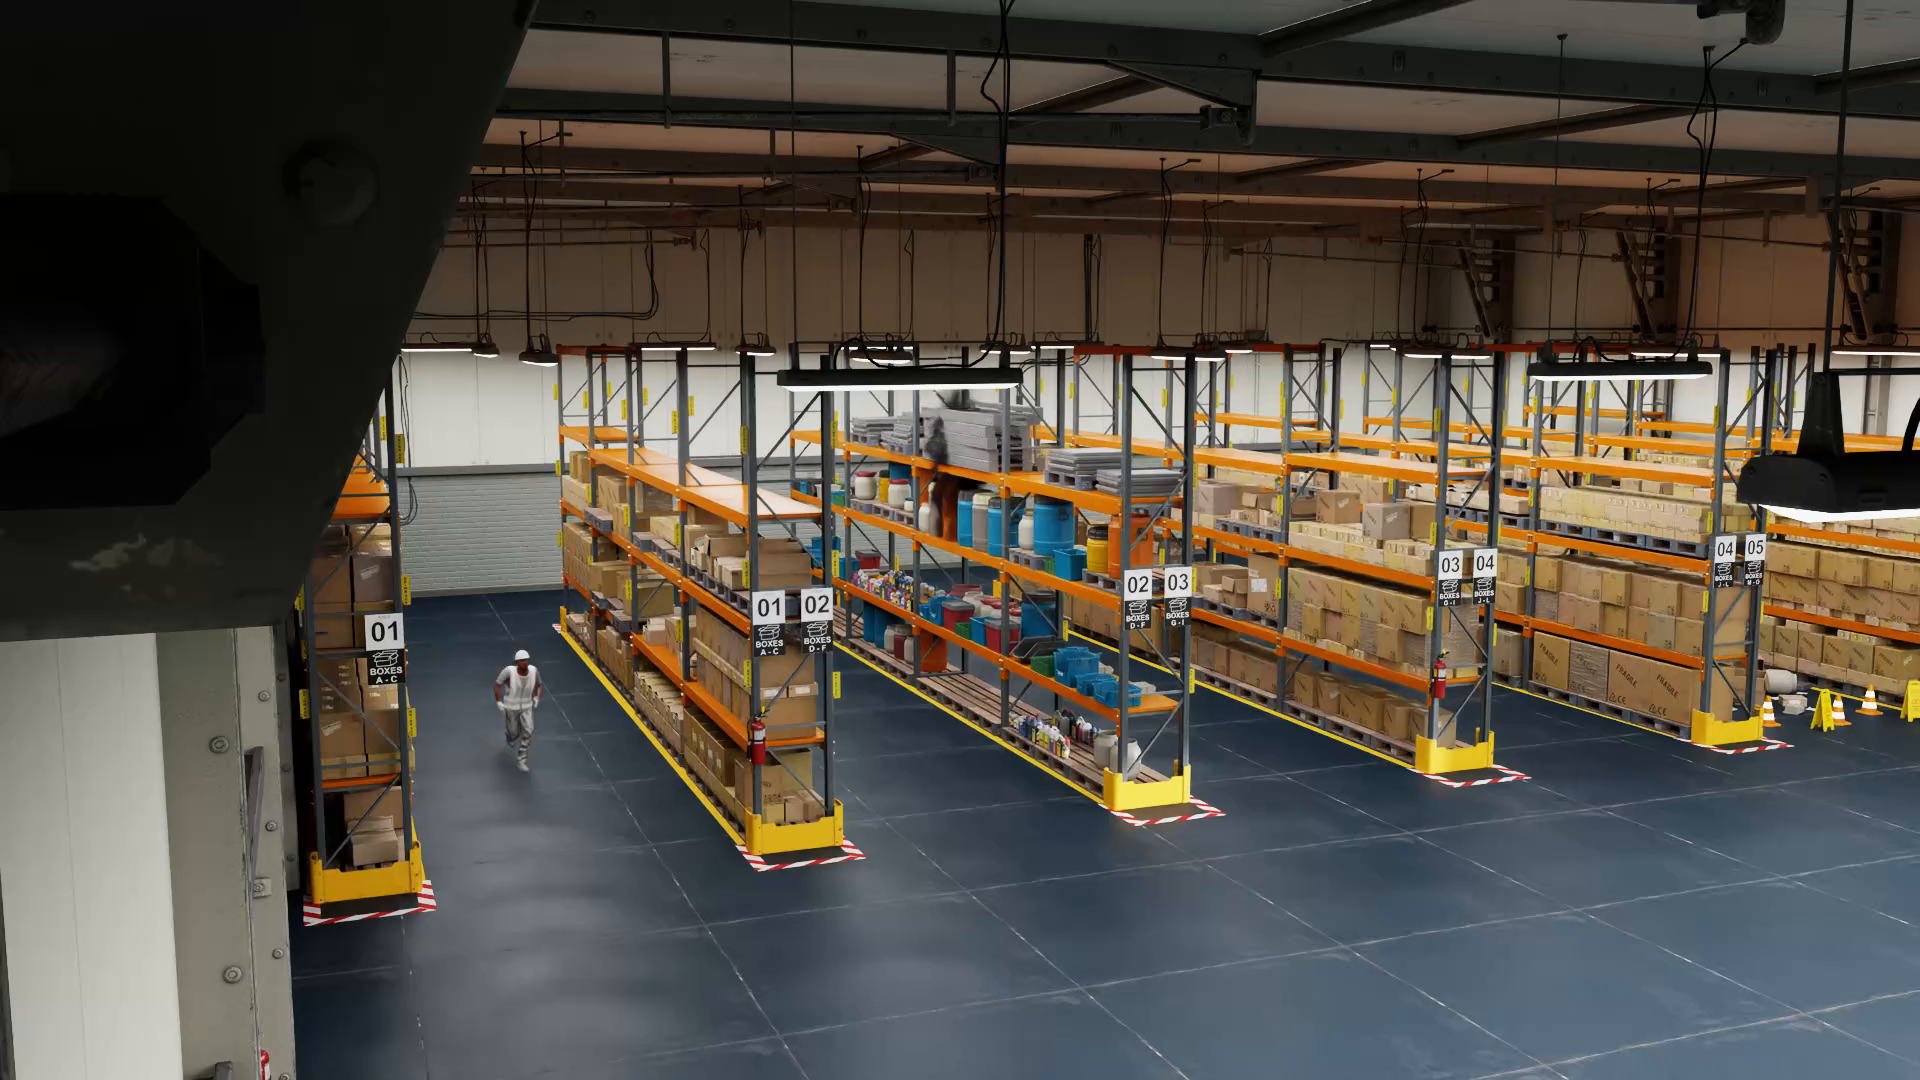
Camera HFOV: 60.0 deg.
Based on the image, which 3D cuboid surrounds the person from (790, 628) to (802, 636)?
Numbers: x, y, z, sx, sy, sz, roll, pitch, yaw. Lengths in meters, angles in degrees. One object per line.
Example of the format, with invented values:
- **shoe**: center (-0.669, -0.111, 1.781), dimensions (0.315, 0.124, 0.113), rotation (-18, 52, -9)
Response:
- **person**: center (-3.103, 1.571, 31.252), dimensions (0.544, 1.589, 0.813), rotation (-2, 8, -17)

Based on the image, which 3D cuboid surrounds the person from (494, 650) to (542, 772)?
- **person**: center (-6.412, 2.434, 24.138), dimensions (0.701, 1.754, 0.823), rotation (-4, 8, -30)
